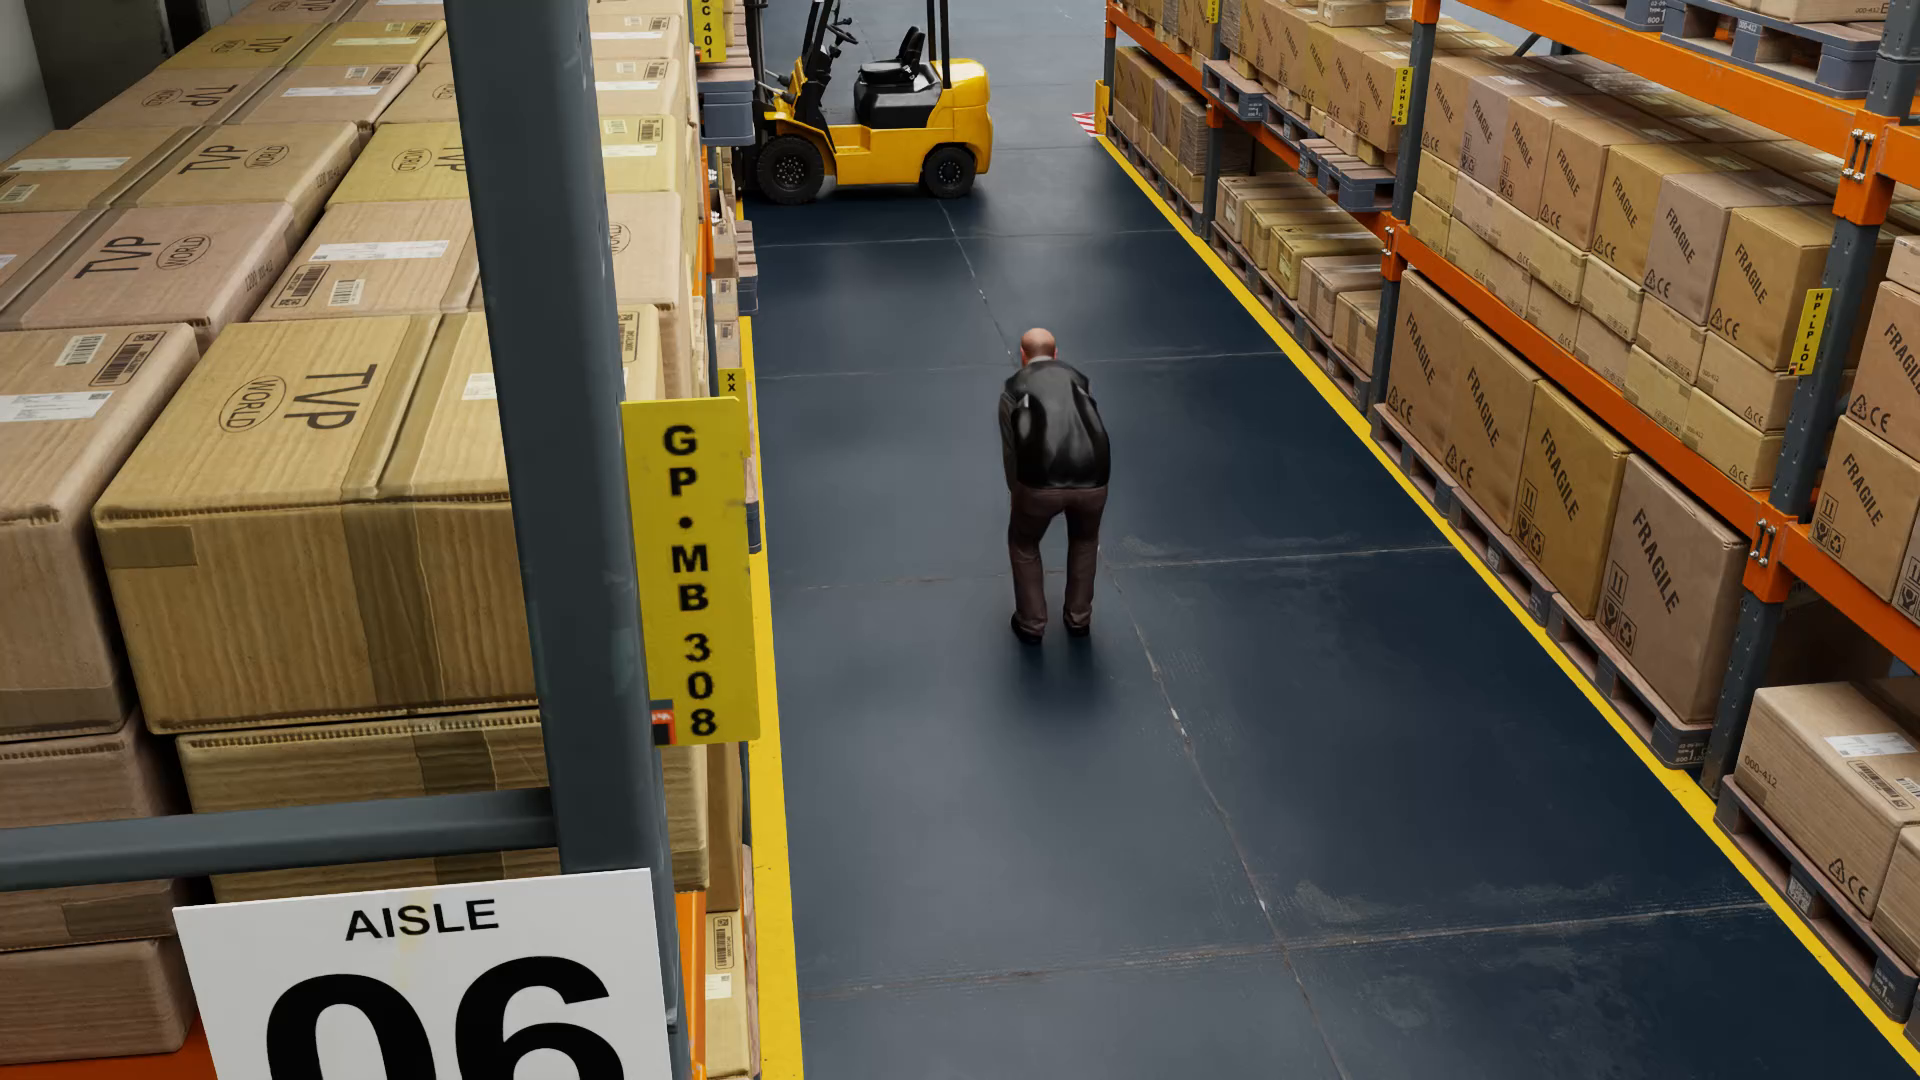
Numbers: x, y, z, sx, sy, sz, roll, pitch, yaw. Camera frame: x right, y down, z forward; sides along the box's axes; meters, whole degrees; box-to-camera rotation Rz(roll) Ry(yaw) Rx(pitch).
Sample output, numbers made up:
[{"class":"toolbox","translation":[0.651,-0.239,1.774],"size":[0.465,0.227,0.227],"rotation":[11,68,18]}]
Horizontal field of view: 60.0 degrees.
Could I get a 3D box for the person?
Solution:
[{"class":"person","translation":[0.429,-0.246,8.010],"size":[0.464,1.379,0.860],"rotation":[-4,27,-9]}]
